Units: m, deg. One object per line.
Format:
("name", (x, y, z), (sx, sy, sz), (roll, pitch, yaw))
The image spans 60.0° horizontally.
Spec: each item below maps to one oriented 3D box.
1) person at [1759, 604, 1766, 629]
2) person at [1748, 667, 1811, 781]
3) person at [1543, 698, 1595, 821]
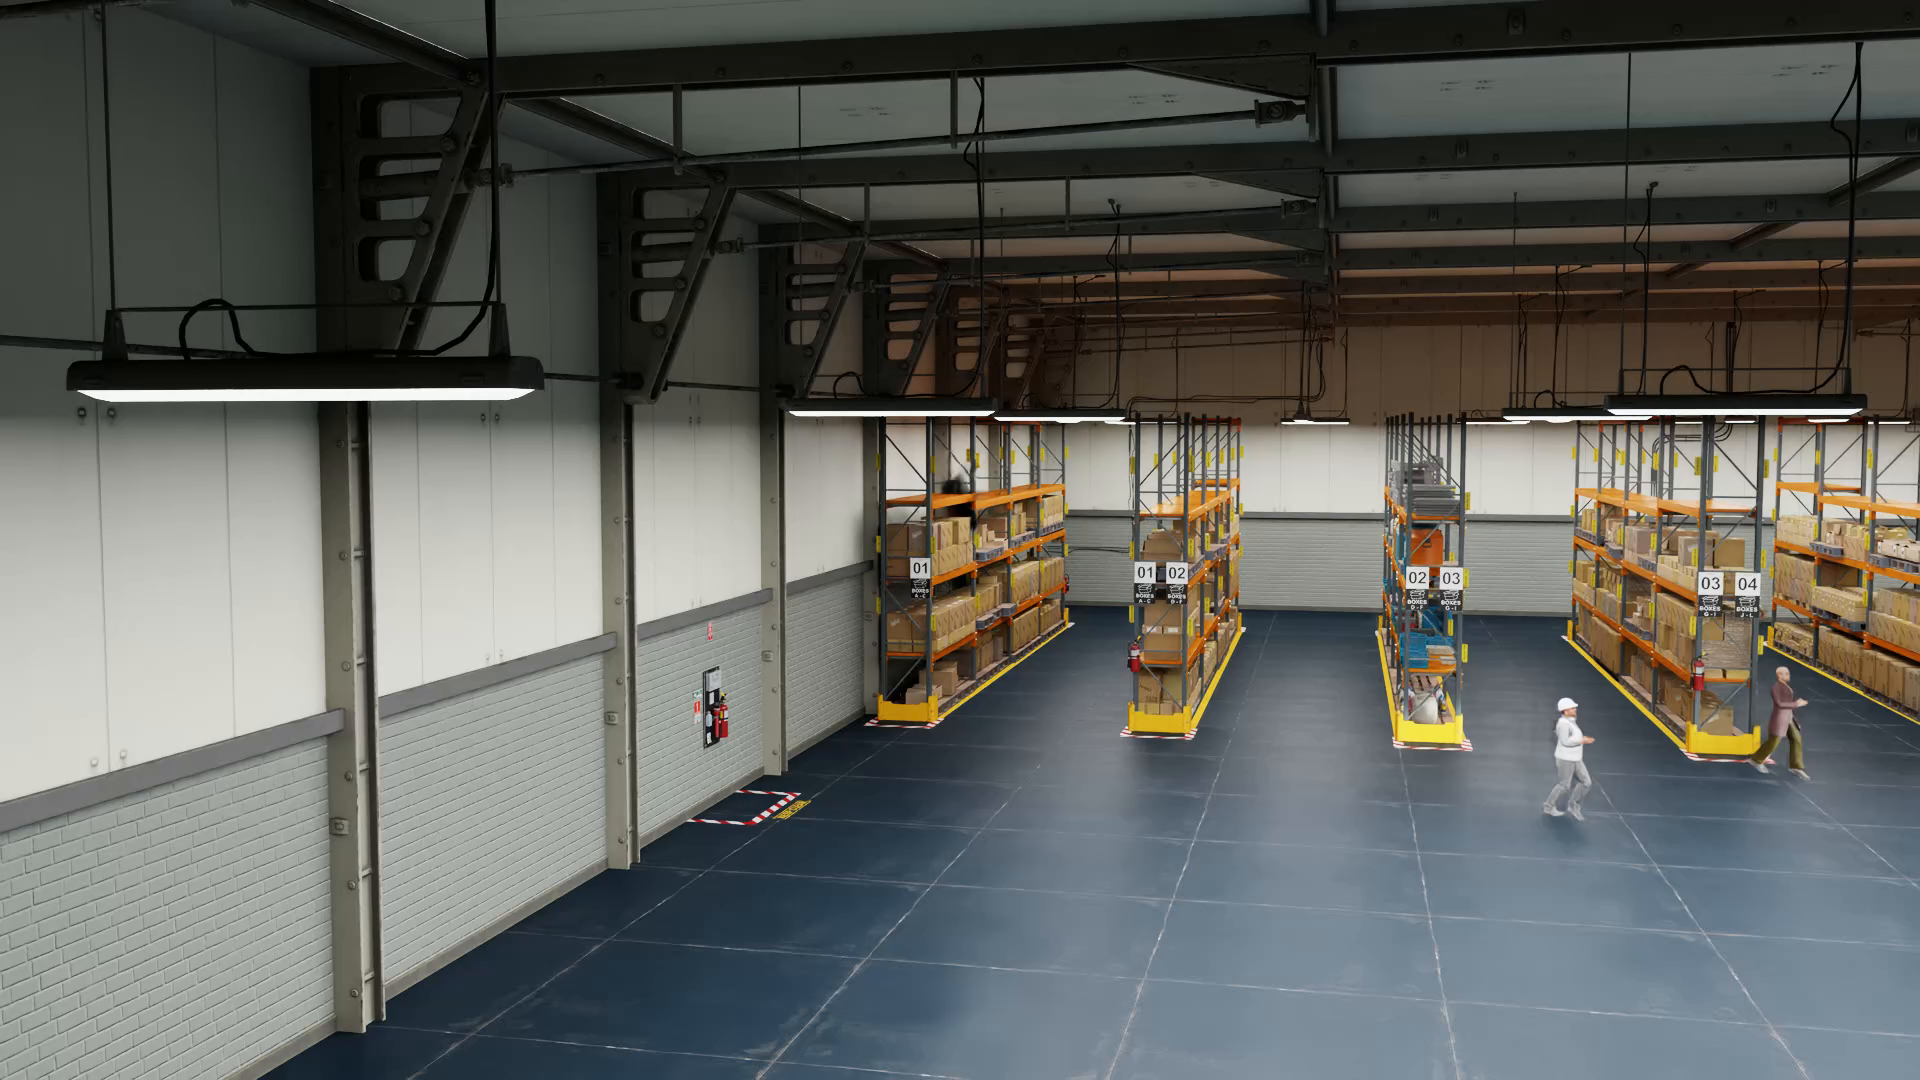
("person", (19.433, 2.145, 40.809), (0.582, 1.662, 1.093), (1, 4, 12))
("person", (13.440, 2.978, 27.223), (0.686, 1.824, 0.932), (-3, 5, -41))
("person", (8.878, 3.207, 24.197), (0.711, 1.817, 0.637), (3, 5, 36))
